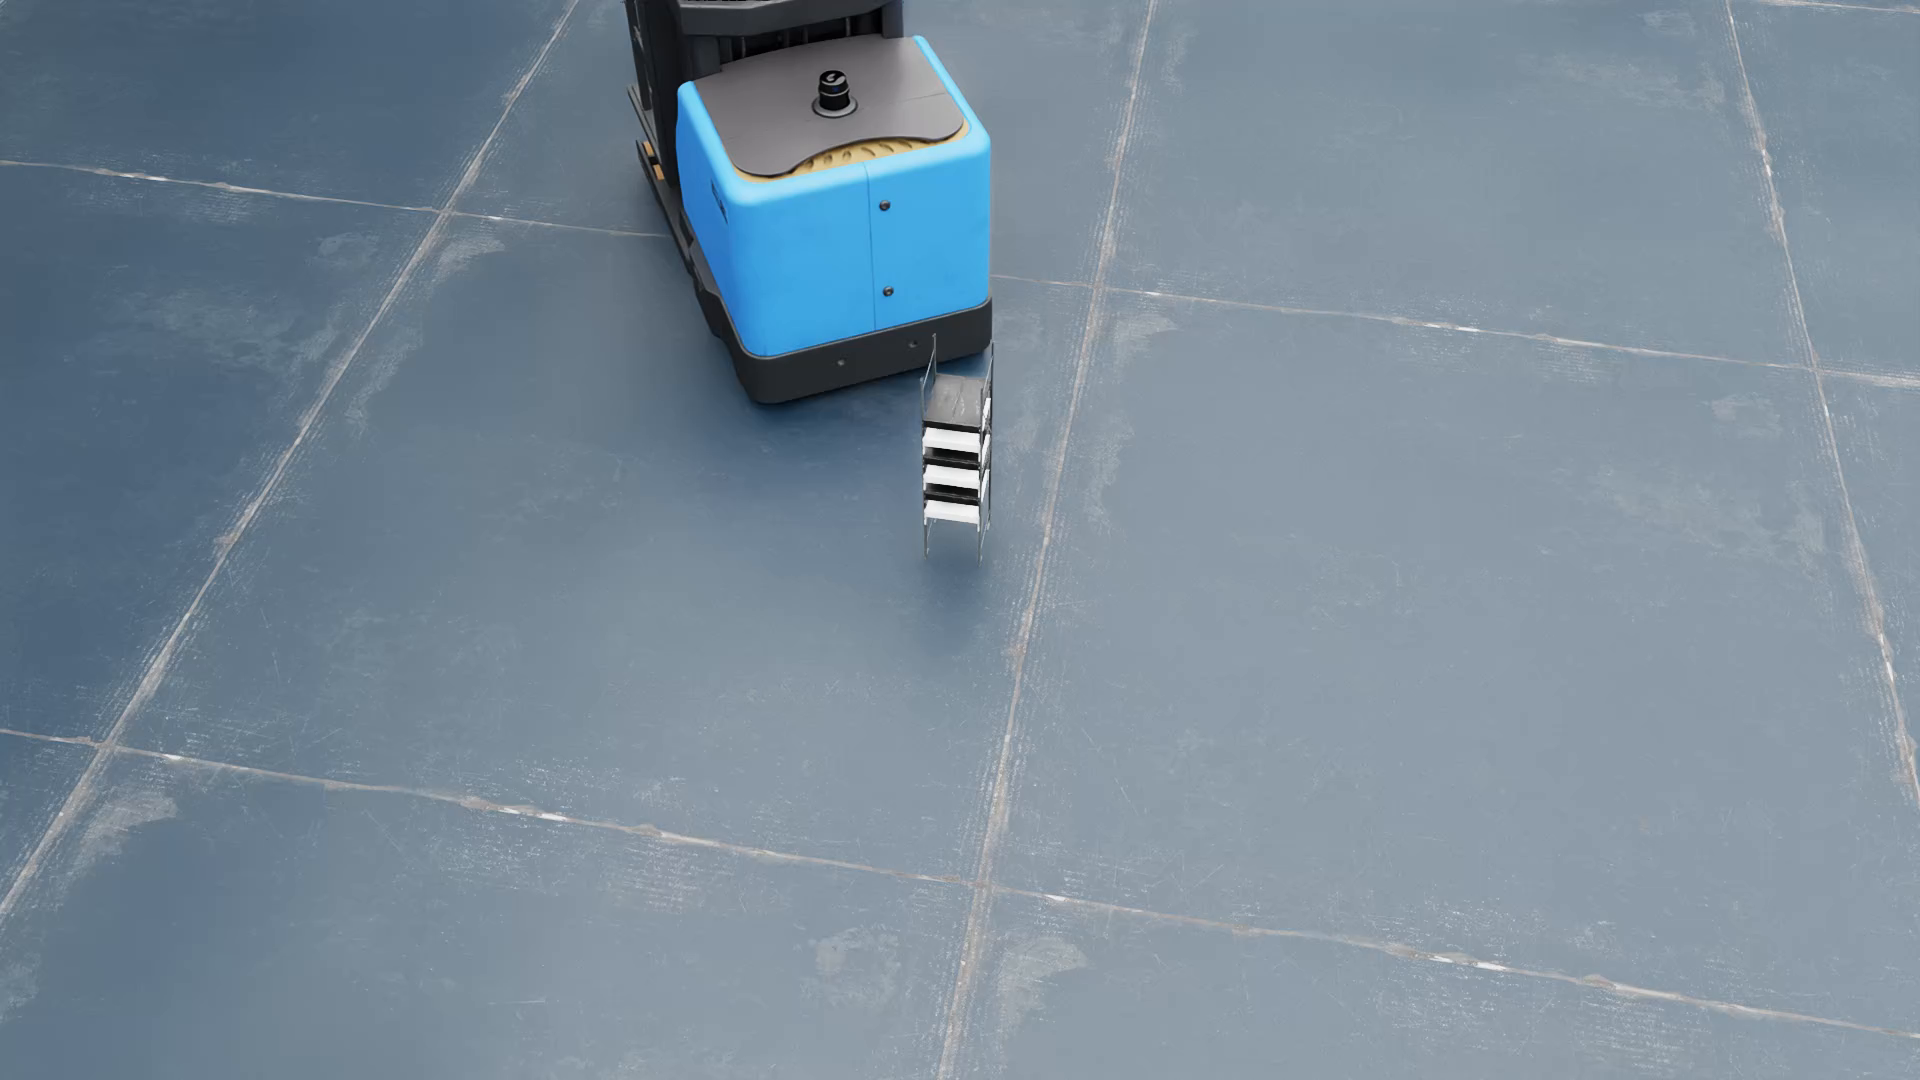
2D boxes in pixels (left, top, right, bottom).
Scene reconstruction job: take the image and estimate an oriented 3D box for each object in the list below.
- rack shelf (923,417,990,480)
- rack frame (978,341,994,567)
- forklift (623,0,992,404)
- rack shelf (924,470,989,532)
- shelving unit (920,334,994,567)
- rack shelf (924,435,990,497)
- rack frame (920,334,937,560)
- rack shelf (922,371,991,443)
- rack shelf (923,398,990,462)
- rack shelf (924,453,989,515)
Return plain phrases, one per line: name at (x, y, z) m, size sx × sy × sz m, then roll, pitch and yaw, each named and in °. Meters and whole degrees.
rack shelf at (-0.008, -0.340, 5.874) m, size 0.200 × 0.077 × 0.258 m, roll 8°, pitch 49°, yaw 7°
rack frame at (0.092, -0.288, 5.904) m, size 0.006 × 0.900 × 0.240 m, roll 8°, pitch 49°, yaw 7°
forklift at (-0.861, -2.644, 6.655) m, size 1.130 × 2.935 × 3.031 m, roll -16°, pitch 50°, yaw -14°
rack shelf at (-0.008, -0.159, 6.075) m, size 0.200 × 0.077 × 0.258 m, roll 8°, pitch 49°, yaw 7°
shelving unit at (-0.008, -0.302, 5.916) m, size 0.210 × 0.900 × 0.258 m, roll 8°, pitch 49°, yaw 7°
rack shelf at (-0.008, -0.280, 5.941) m, size 0.200 × 0.077 × 0.258 m, roll 8°, pitch 49°, yaw 7°
rack frame at (-0.108, -0.315, 5.928) m, size 0.006 × 0.900 × 0.240 m, roll 8°, pitch 49°, yaw 7°
rack shelf at (-0.008, -0.460, 5.740) m, size 0.200 × 0.077 × 0.258 m, roll 8°, pitch 49°, yaw 7°
rack shelf at (-0.008, -0.400, 5.807) m, size 0.200 × 0.077 × 0.258 m, roll 8°, pitch 49°, yaw 7°
rack shelf at (-0.008, -0.219, 6.008) m, size 0.200 × 0.077 × 0.258 m, roll 8°, pitch 49°, yaw 7°
